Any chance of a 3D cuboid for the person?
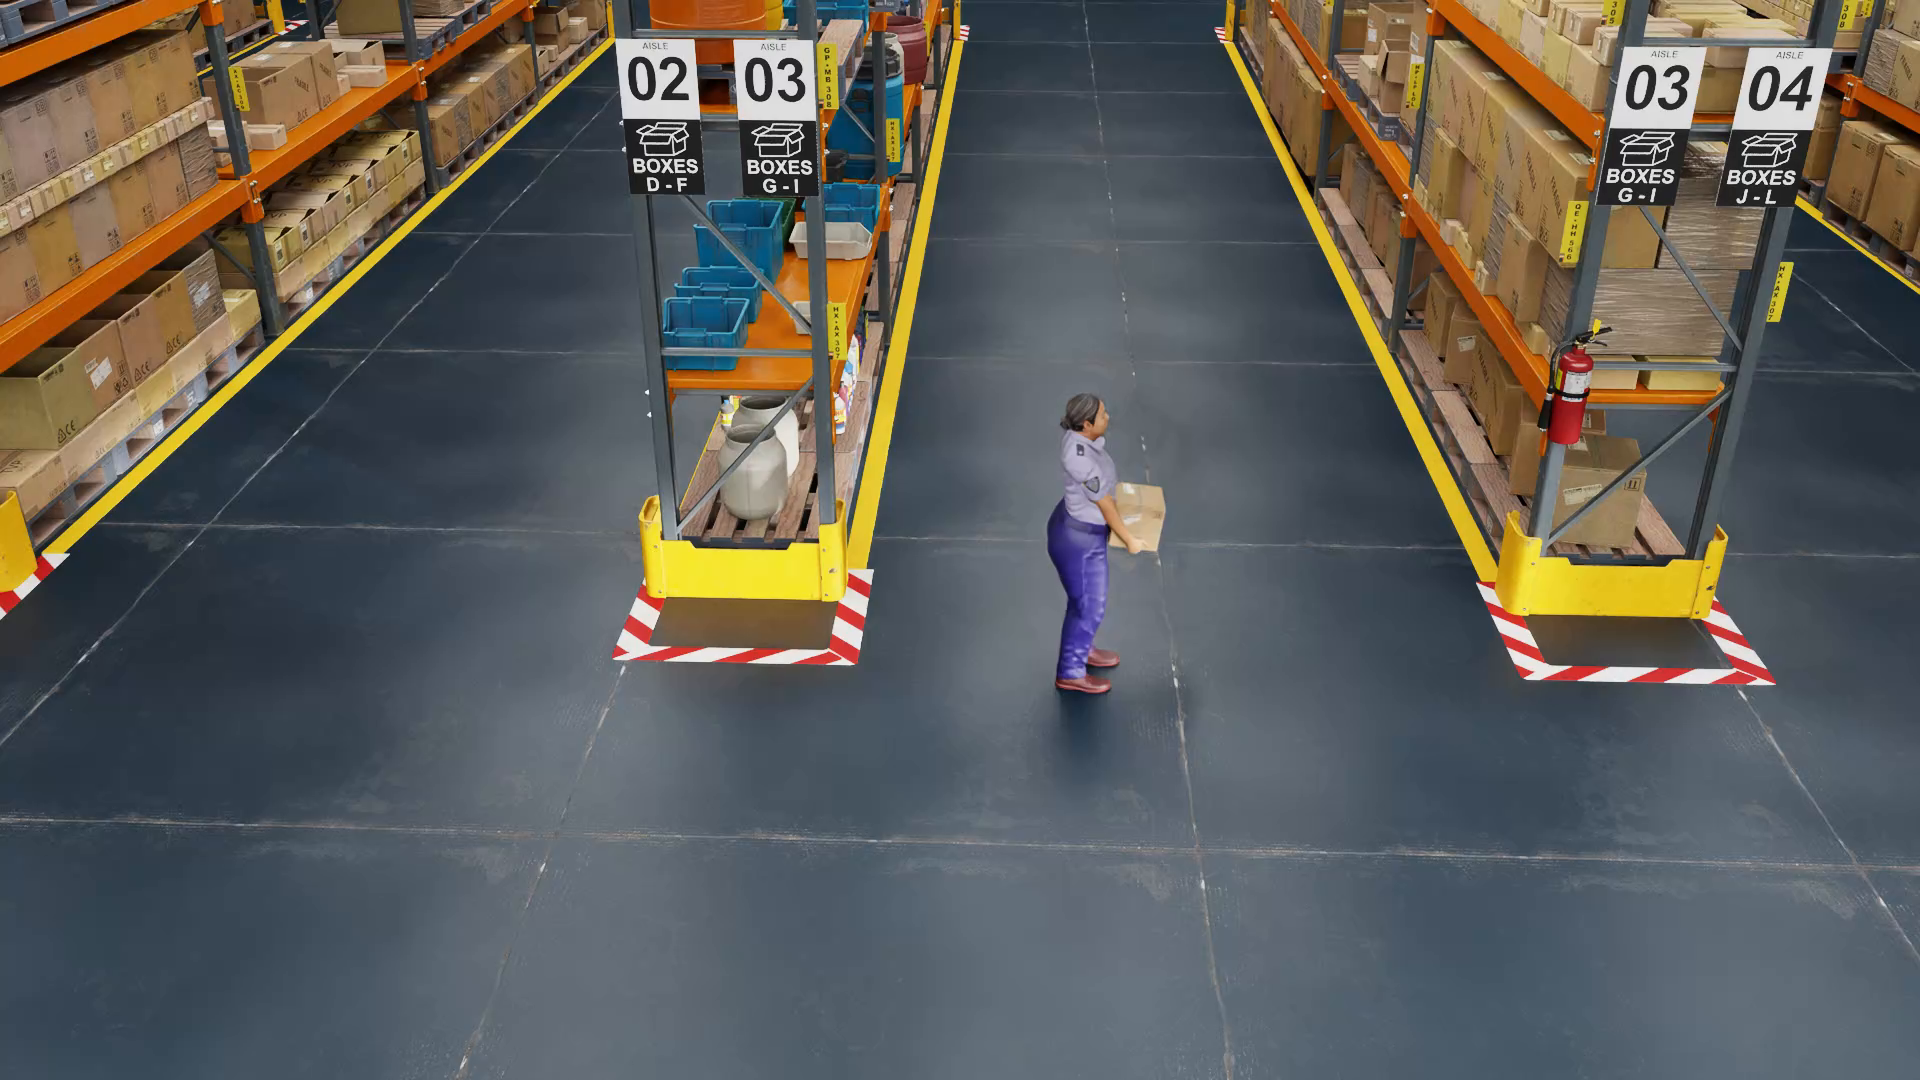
[{"bbox_3d":[0.714,0.004,8.654,0.525,1.634,0.435,1,28,1],"label":"person"}]
